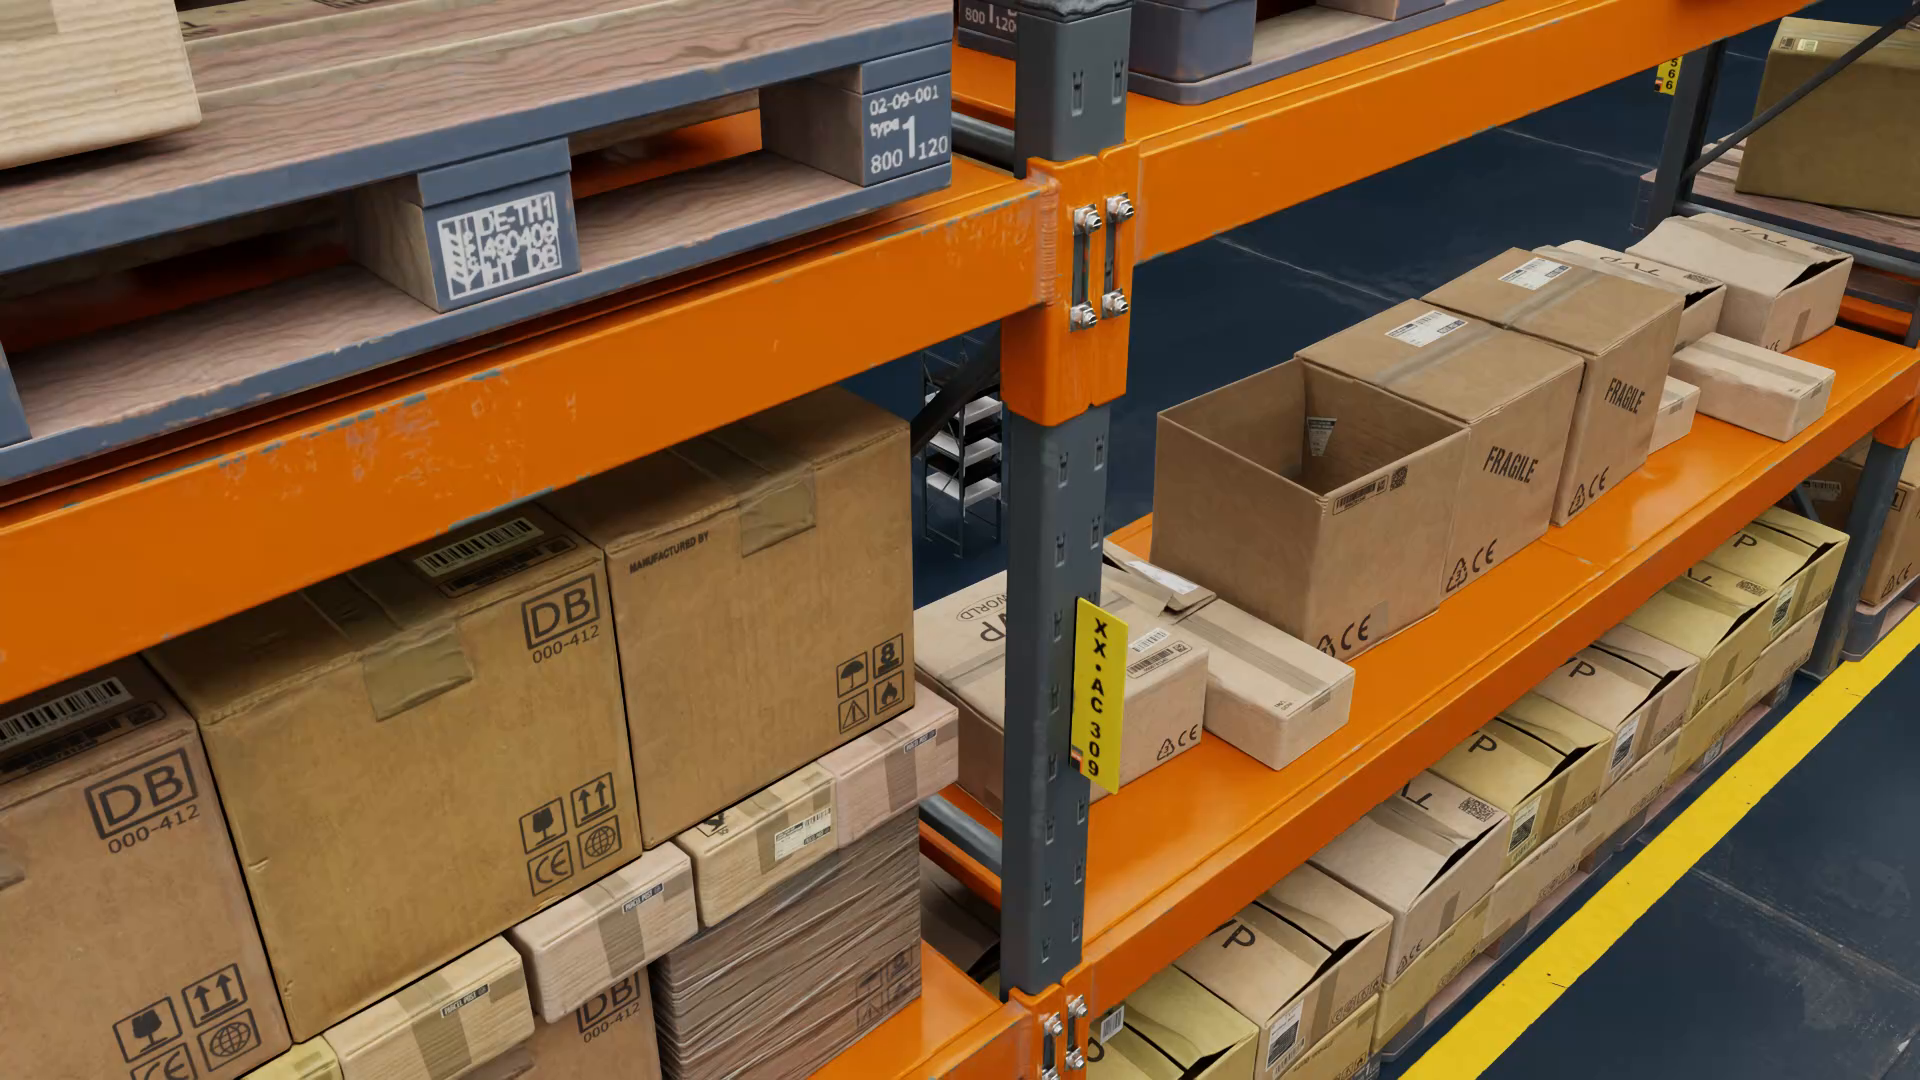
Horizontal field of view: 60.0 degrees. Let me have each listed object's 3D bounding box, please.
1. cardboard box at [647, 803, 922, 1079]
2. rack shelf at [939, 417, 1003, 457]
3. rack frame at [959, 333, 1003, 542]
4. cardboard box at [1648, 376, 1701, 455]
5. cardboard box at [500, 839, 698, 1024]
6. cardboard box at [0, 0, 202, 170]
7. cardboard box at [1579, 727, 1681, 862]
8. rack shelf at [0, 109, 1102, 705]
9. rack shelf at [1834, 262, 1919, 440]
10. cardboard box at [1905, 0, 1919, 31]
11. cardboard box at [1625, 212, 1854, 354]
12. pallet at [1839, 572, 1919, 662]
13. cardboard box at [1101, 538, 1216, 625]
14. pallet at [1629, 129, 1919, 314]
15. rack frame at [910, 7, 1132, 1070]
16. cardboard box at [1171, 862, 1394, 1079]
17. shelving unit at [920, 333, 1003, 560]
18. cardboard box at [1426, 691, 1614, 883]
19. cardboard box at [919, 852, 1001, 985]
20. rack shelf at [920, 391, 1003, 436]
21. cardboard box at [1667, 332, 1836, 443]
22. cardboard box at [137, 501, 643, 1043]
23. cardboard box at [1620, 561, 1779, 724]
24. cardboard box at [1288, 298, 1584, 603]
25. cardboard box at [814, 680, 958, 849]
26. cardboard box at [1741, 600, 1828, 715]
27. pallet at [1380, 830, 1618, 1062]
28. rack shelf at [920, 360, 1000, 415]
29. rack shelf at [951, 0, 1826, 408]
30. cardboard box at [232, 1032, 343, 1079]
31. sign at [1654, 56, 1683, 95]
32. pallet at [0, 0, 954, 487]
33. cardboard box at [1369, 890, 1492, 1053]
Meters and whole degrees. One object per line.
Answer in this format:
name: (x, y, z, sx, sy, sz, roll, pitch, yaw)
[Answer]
cardboard box: (-0.486, 0.553, 2.874, 0.500, 0.500, 0.700, -27, 41, -37)
rack shelf: (0.006, -0.435, 6.490, 0.200, 0.077, 0.258, -26, 40, -35)
rack frame: (0.081, -0.423, 6.579, 0.006, 0.900, 0.240, -26, 40, -35)
cardboard box: (1.871, -0.402, 4.773, 0.250, 0.149, 0.380, -23, 38, -32)
cardboard box: (-0.592, 0.476, 2.379, 0.250, 0.149, 0.380, -27, 41, -37)
cardboard box: (-0.864, -0.443, 1.428, 0.250, 0.149, 0.380, -26, 40, -35)
cardboard box: (1.802, 0.652, 5.041, 0.500, 0.250, 0.500, -25, 39, -34)
rack shelf: (-1.632, 0.173, 1.407, 4.000, 0.370, 1.077, -26, 40, -35)
rack shelf: (4.235, -1.385, 6.830, 4.000, 0.370, 1.077, -26, 40, -35)
cardboard box: (3.954, -1.723, 6.193, 0.500, 0.500, 0.700, -18, 36, -27)
cardboard box: (2.472, -0.833, 5.322, 0.500, 0.311, 0.500, -23, 38, -33)
pallet: (3.341, -0.044, 6.619, 1.213, 0.211, 1.003, -26, 40, -35)
cardboard box: (0.355, 0.111, 3.822, 0.258, 0.266, 0.396, -27, 40, -37)
pallet: (3.217, -1.168, 5.969, 1.003, 0.211, 1.213, -26, 40, -35)
rack frame: (-0.165, 0.436, 3.162, 0.127, 3.000, 1.000, -26, 40, -35)
cardboard box: (0.678, 0.964, 3.994, 0.500, 0.311, 0.500, -26, 40, -36)
shelving unit: (0.006, -0.387, 6.520, 0.210, 0.900, 0.258, -26, 40, -35)
cardboard box: (1.434, 0.593, 4.600, 0.500, 0.311, 0.500, -25, 39, -34)
cardboard box: (-0.063, 0.937, 4.038, 0.500, 0.311, 0.500, -26, 40, -35)
rack shelf: (0.006, -0.512, 6.443, 0.200, 0.077, 0.258, -26, 40, -35)
cardboard box: (2.297, -0.451, 4.853, 0.250, 0.149, 0.380, -26, 40, -35)
cardboard box: (-0.856, 0.179, 2.242, 0.500, 0.500, 0.700, -26, 40, -36)
cardboard box: (2.175, 0.239, 5.180, 0.500, 0.311, 0.500, -27, 40, -36)
cardboard box: (1.163, -0.237, 4.167, 0.500, 0.500, 0.500, -26, 40, -35)
cardboard box: (-0.219, 0.295, 2.675, 0.250, 0.149, 0.380, -26, 40, -35)
cardboard box: (2.548, 0.291, 5.632, 0.500, 0.250, 0.500, -25, 39, -34)
pallet: (1.244, 0.914, 5.052, 1.213, 0.211, 1.003, -26, 40, -35)
rack shelf: (0.006, -0.589, 6.396, 0.200, 0.077, 0.258, -26, 40, -35)
rack shelf: (1.302, -1.246, 3.727, 4.000, 0.370, 1.077, -26, 40, -35)
cardboard box: (-0.966, 0.655, 2.086, 0.250, 0.149, 0.380, -26, 40, -36)
sign: (2.392, -1.647, 5.535, 0.005, 0.325, 0.100, -26, 40, -35)
pallet: (-0.773, -0.494, 1.891, 1.213, 0.211, 1.003, -26, 40, -35)
cardboard box: (1.053, 1.016, 4.446, 0.500, 0.250, 0.500, -27, 41, -37)
